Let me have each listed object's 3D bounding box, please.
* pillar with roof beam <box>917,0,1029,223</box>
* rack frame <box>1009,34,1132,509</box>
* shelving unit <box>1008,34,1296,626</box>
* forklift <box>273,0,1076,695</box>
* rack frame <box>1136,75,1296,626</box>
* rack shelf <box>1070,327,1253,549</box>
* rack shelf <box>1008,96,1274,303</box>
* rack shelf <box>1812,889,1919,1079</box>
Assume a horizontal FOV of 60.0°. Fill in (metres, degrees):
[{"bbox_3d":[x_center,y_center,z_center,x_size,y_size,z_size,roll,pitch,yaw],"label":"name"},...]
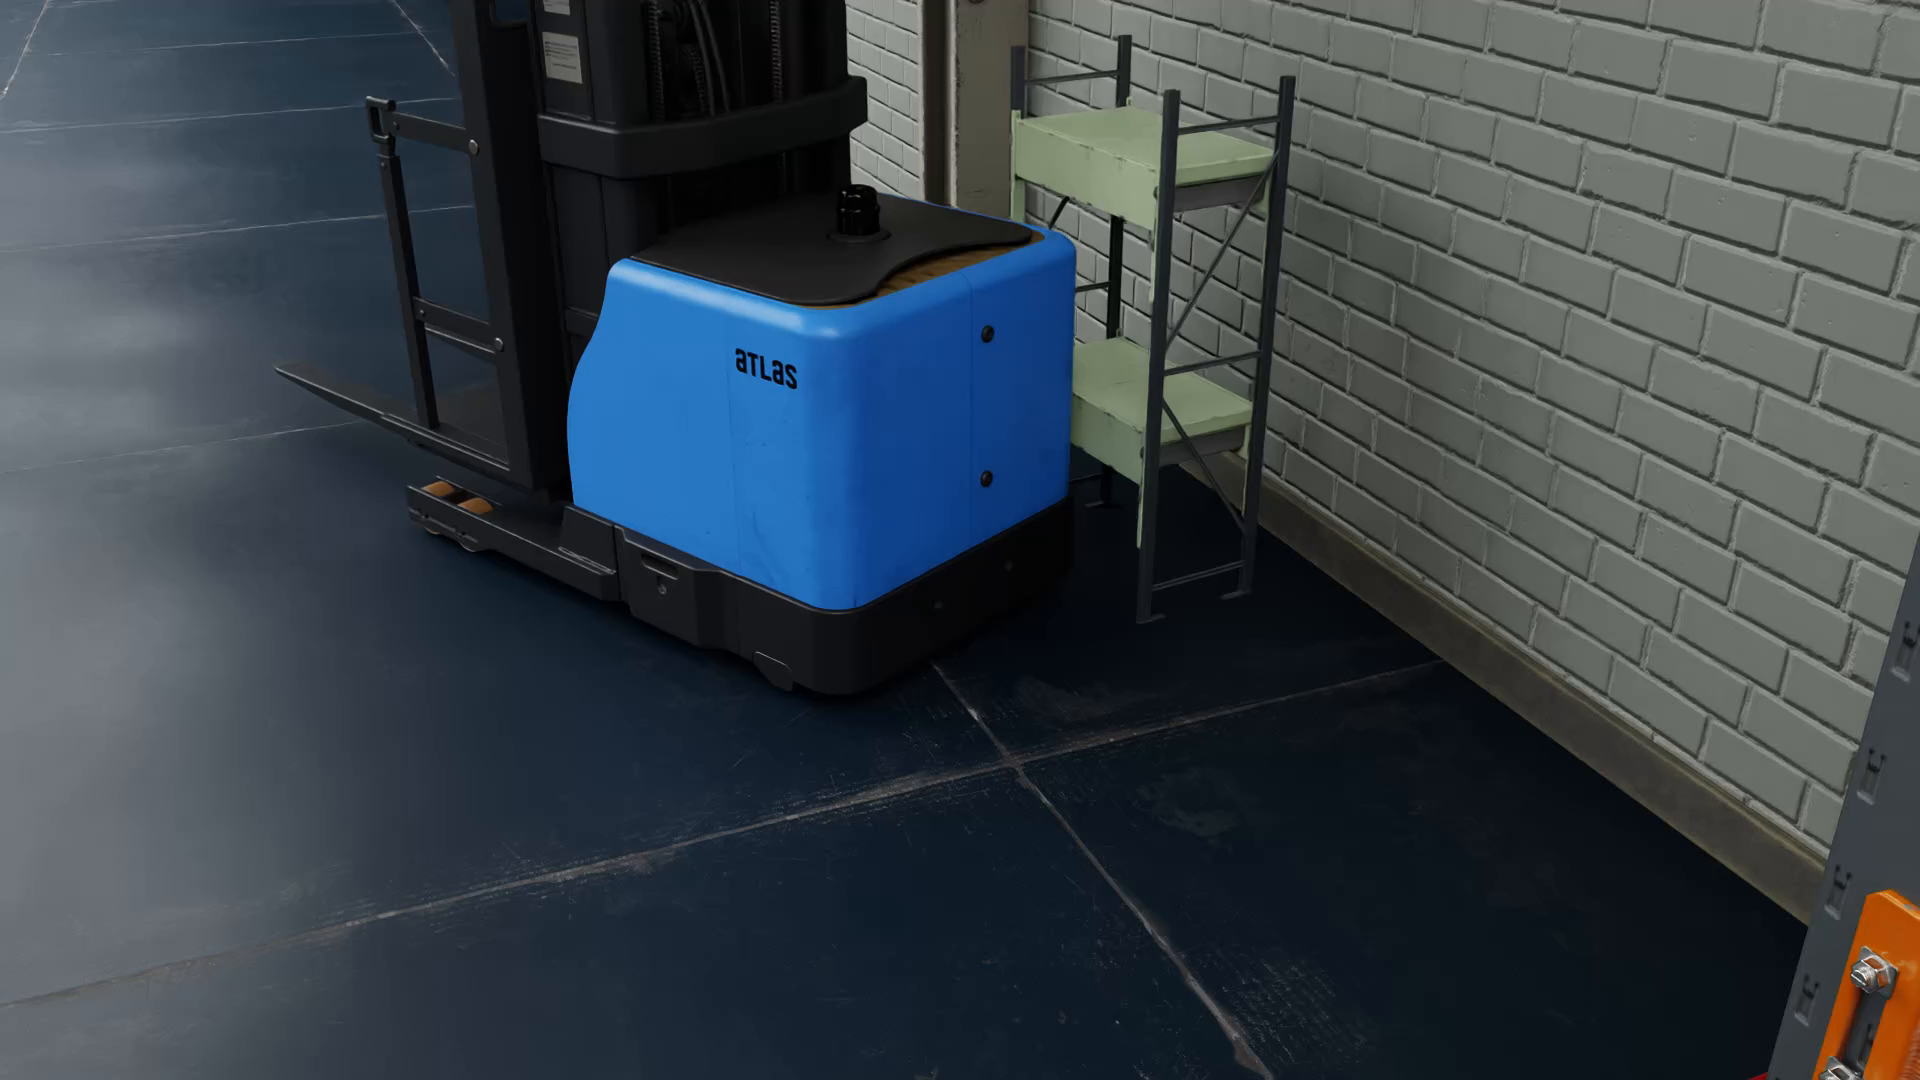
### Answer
[{"bbox_3d":[-3.912,-4.165,3.524,9.100,9.000,0.400,-11,28,-21],"label":"pillar with roof beam"},{"bbox_3d":[0.322,-0.756,5.088,0.400,1.500,0.023,-14,29,-26],"label":"rack frame"},{"bbox_3d":[0.503,-0.616,4.802,0.431,1.500,0.755,-14,29,-26],"label":"shelving unit"},{"bbox_3d":[-1.122,-1.437,4.852,3.031,2.935,1.130,20,32,35],"label":"forklift"},{"bbox_3d":[0.683,-0.476,4.516,0.400,1.500,0.023,-14,29,-26],"label":"rack frame"},{"bbox_3d":[0.503,-0.323,4.945,0.431,0.370,0.720,-14,29,-26],"label":"rack shelf"},{"bbox_3d":[0.503,-0.967,4.631,0.431,0.370,0.720,-14,29,-26],"label":"rack shelf"},{"bbox_3d":[2.112,1.210,0.173,1.077,0.370,4.000,-11,28,-21],"label":"rack shelf"}]
